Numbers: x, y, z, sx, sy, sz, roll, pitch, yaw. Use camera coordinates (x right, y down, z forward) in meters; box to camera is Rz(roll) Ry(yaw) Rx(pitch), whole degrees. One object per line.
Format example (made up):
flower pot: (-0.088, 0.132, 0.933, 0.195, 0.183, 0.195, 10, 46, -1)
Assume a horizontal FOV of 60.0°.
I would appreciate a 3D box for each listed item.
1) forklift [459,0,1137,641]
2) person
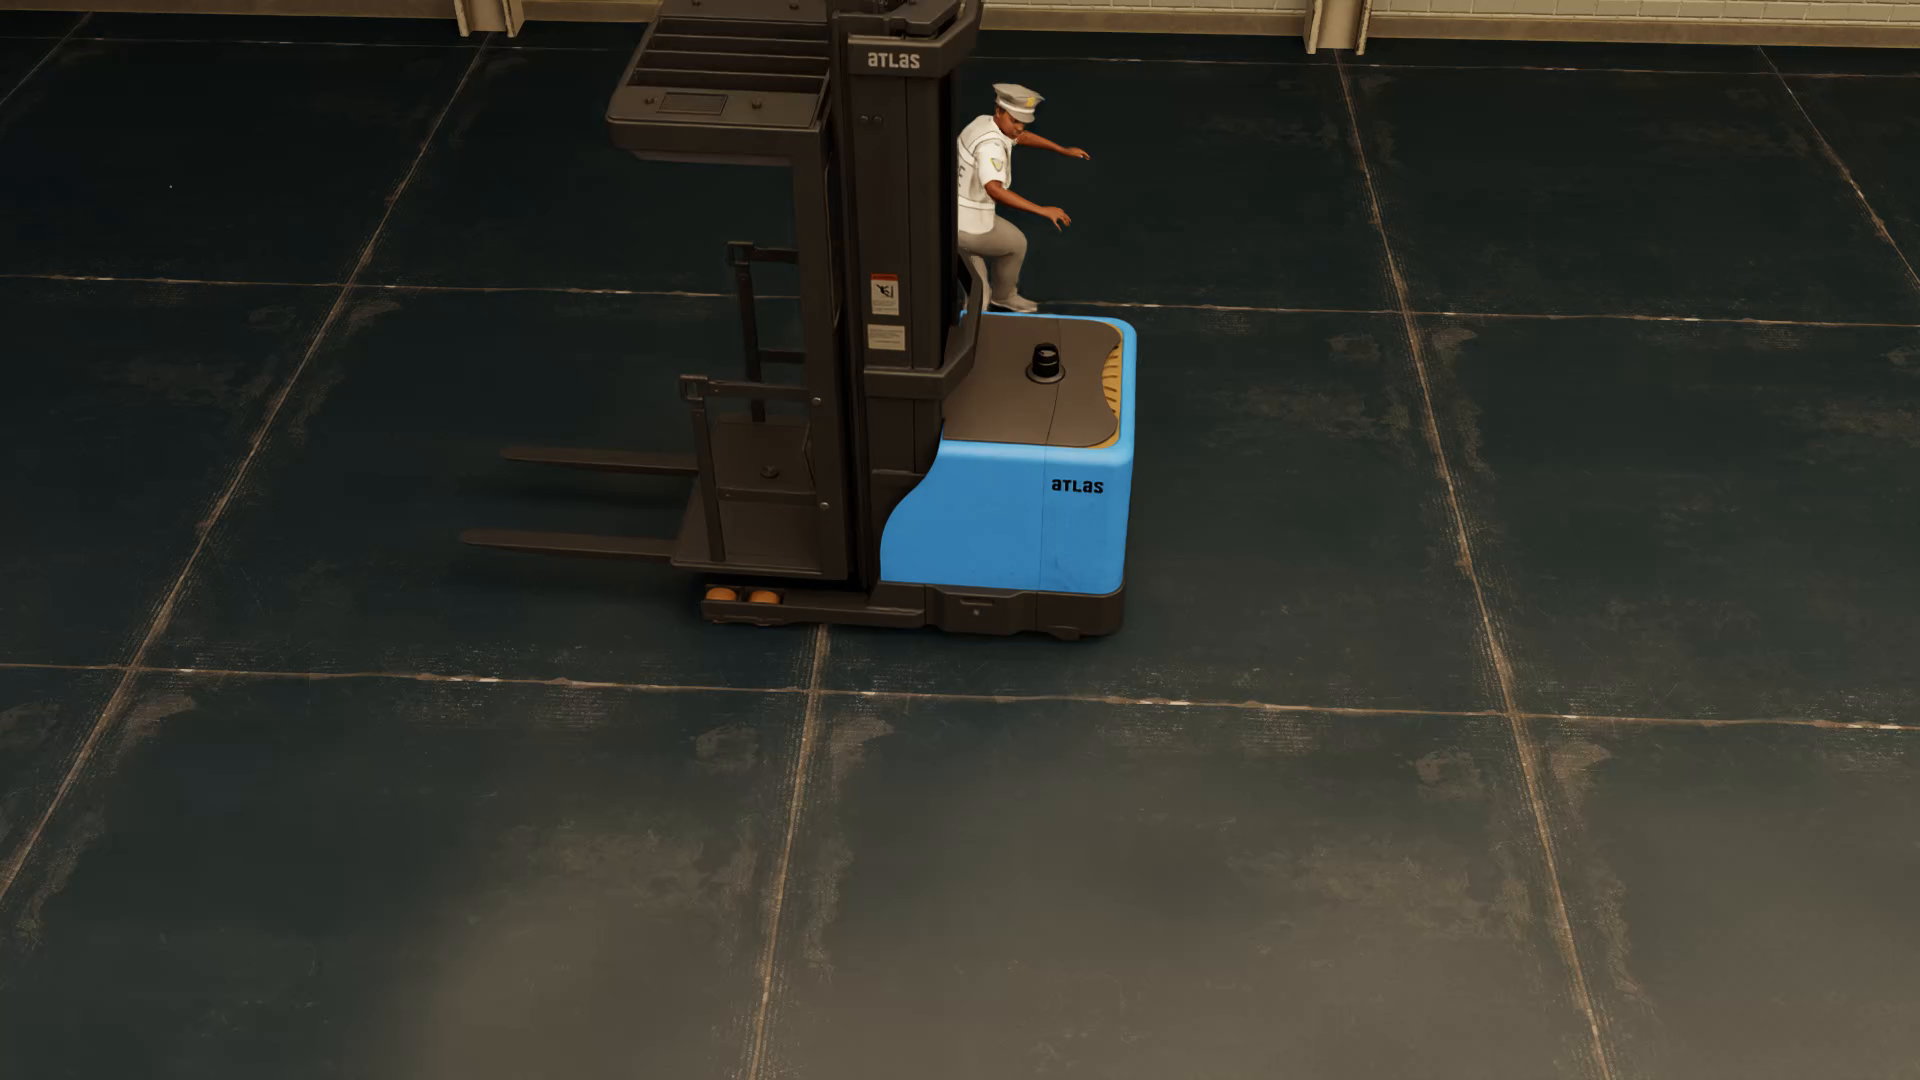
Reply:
forklift: (-0.750, -1.047, 6.889, 3.031, 2.935, 1.130, 4, 43, 4)
person: (0.339, -1.630, 8.620, 1.039, 1.464, 0.856, -26, 48, -25)
